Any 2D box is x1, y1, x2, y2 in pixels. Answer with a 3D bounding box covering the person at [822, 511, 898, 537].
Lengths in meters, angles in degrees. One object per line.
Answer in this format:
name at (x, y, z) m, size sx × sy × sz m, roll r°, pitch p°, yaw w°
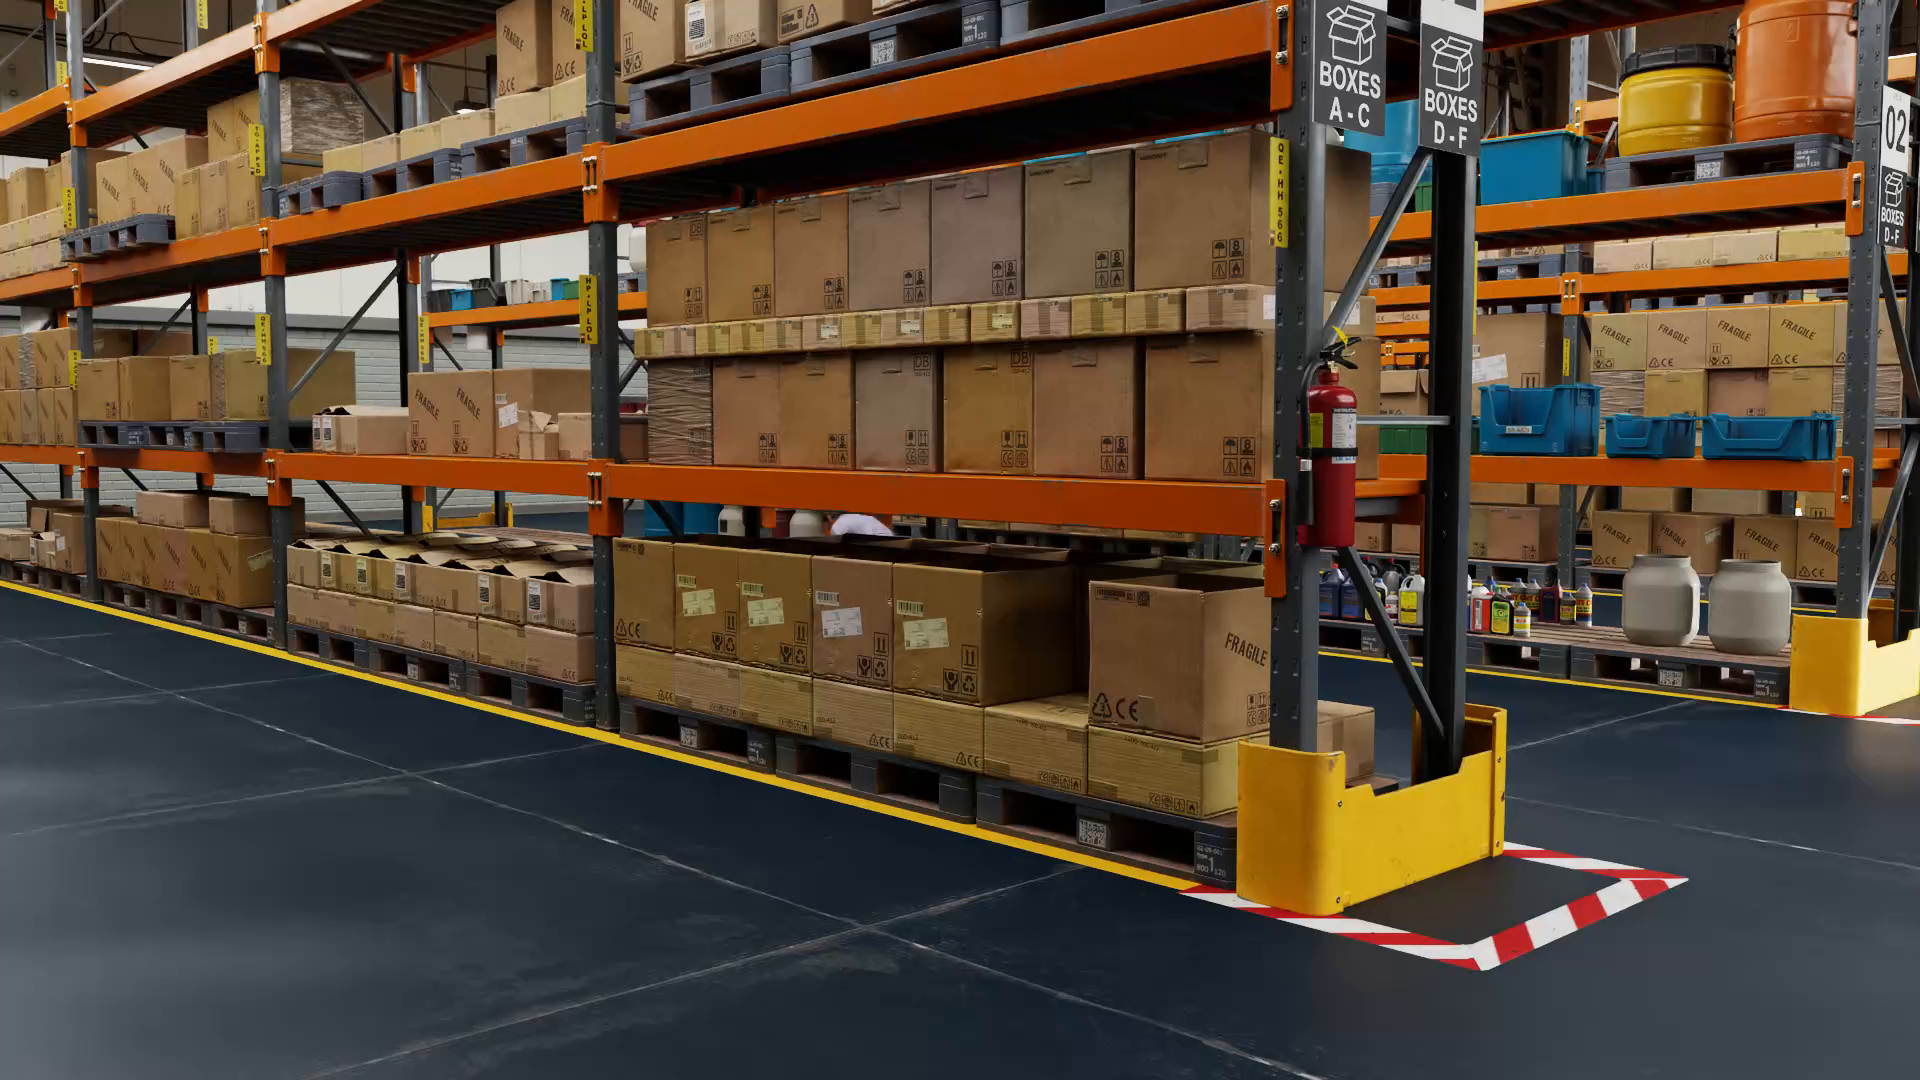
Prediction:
person at (-0.668, 0.214, 11.762) m, size 0.861 × 0.938 × 0.509 m, roll 4°, pitch 6°, yaw 44°
